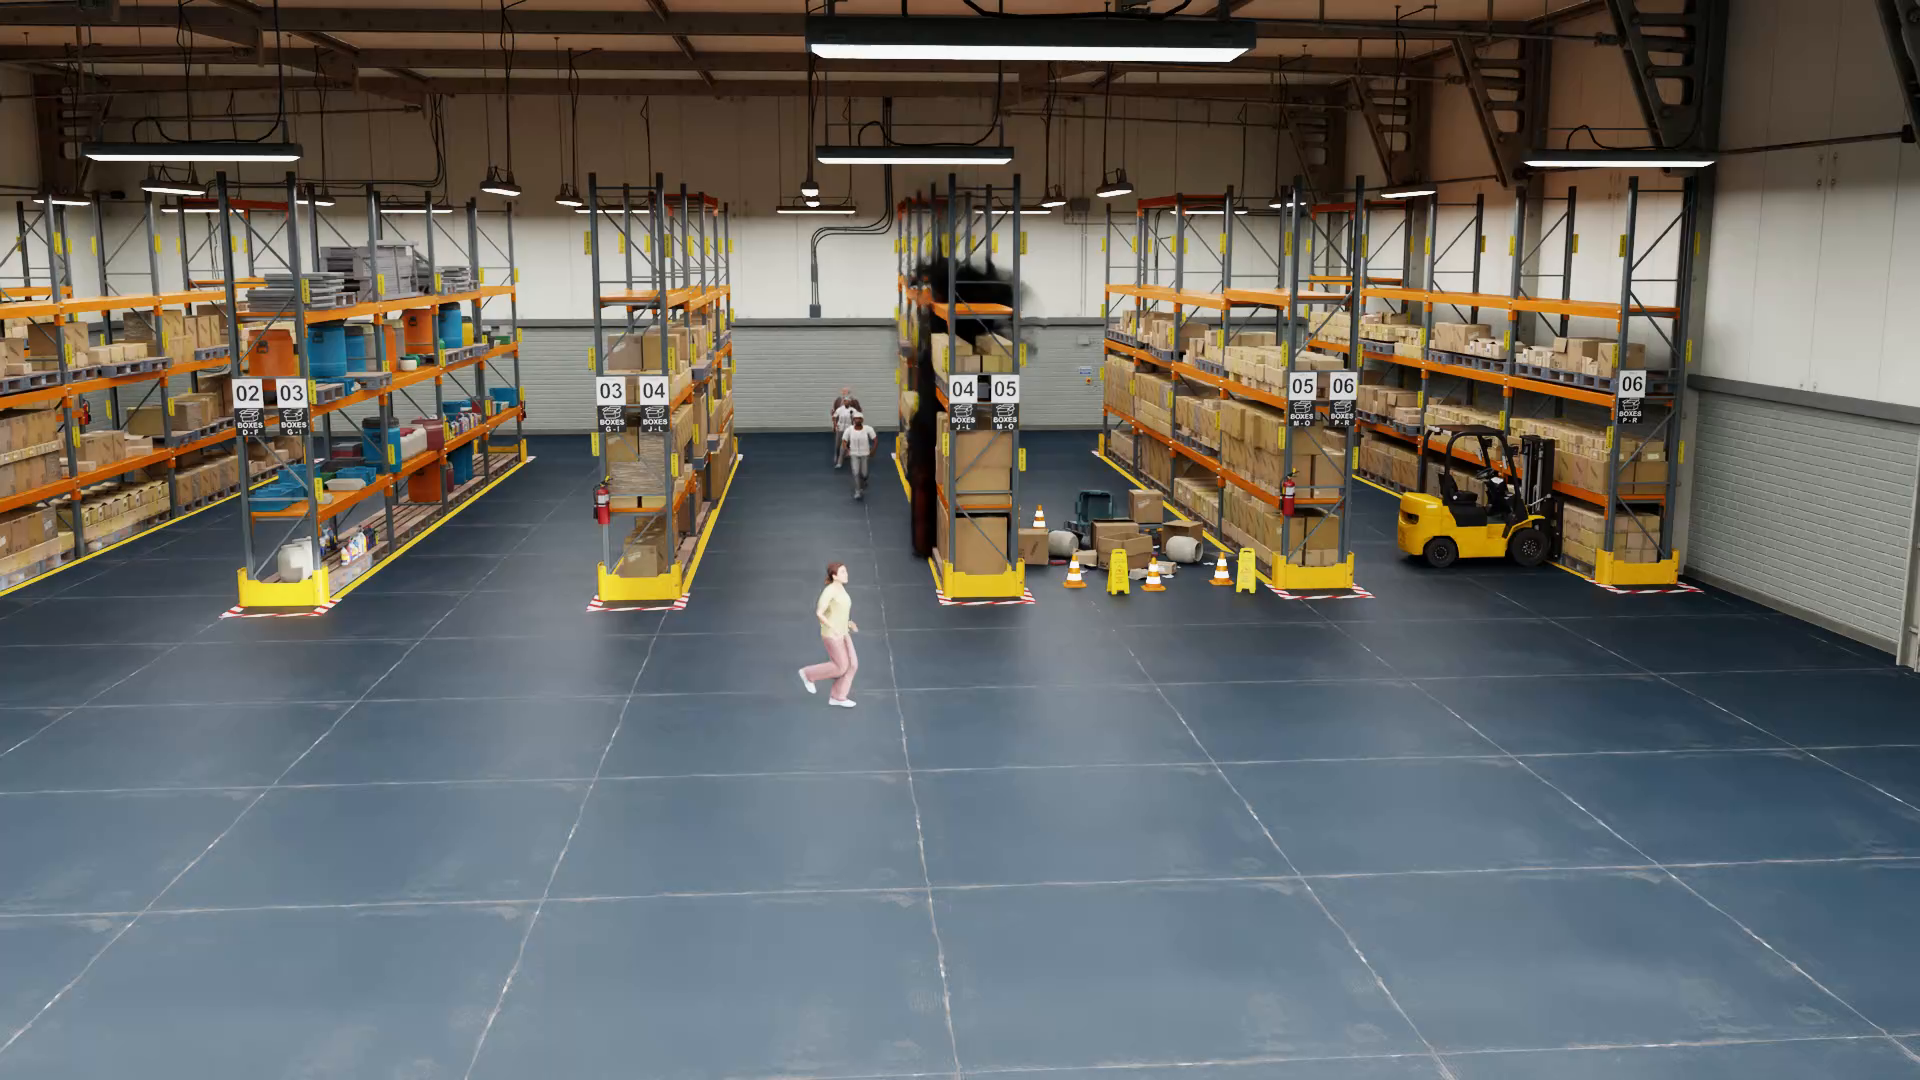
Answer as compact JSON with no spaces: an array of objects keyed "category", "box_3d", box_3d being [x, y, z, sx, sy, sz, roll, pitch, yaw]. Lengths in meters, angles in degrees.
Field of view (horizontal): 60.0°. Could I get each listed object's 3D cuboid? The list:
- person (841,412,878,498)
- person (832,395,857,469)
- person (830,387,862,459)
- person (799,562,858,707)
[{"category":"person","box_3d":[-2.027,-1.735,33.595,0.733,1.716,0.602,-1,10,-3]},{"category":"person","box_3d":[-2.623,-2.499,38.104,0.629,1.655,0.776,0,10,0]},{"category":"person","box_3d":[-2.756,-2.754,39.303,0.723,1.728,0.649,6,11,29]},{"category":"person","box_3d":[-1.442,1.025,18.273,0.622,1.621,0.569,4,11,20]}]
